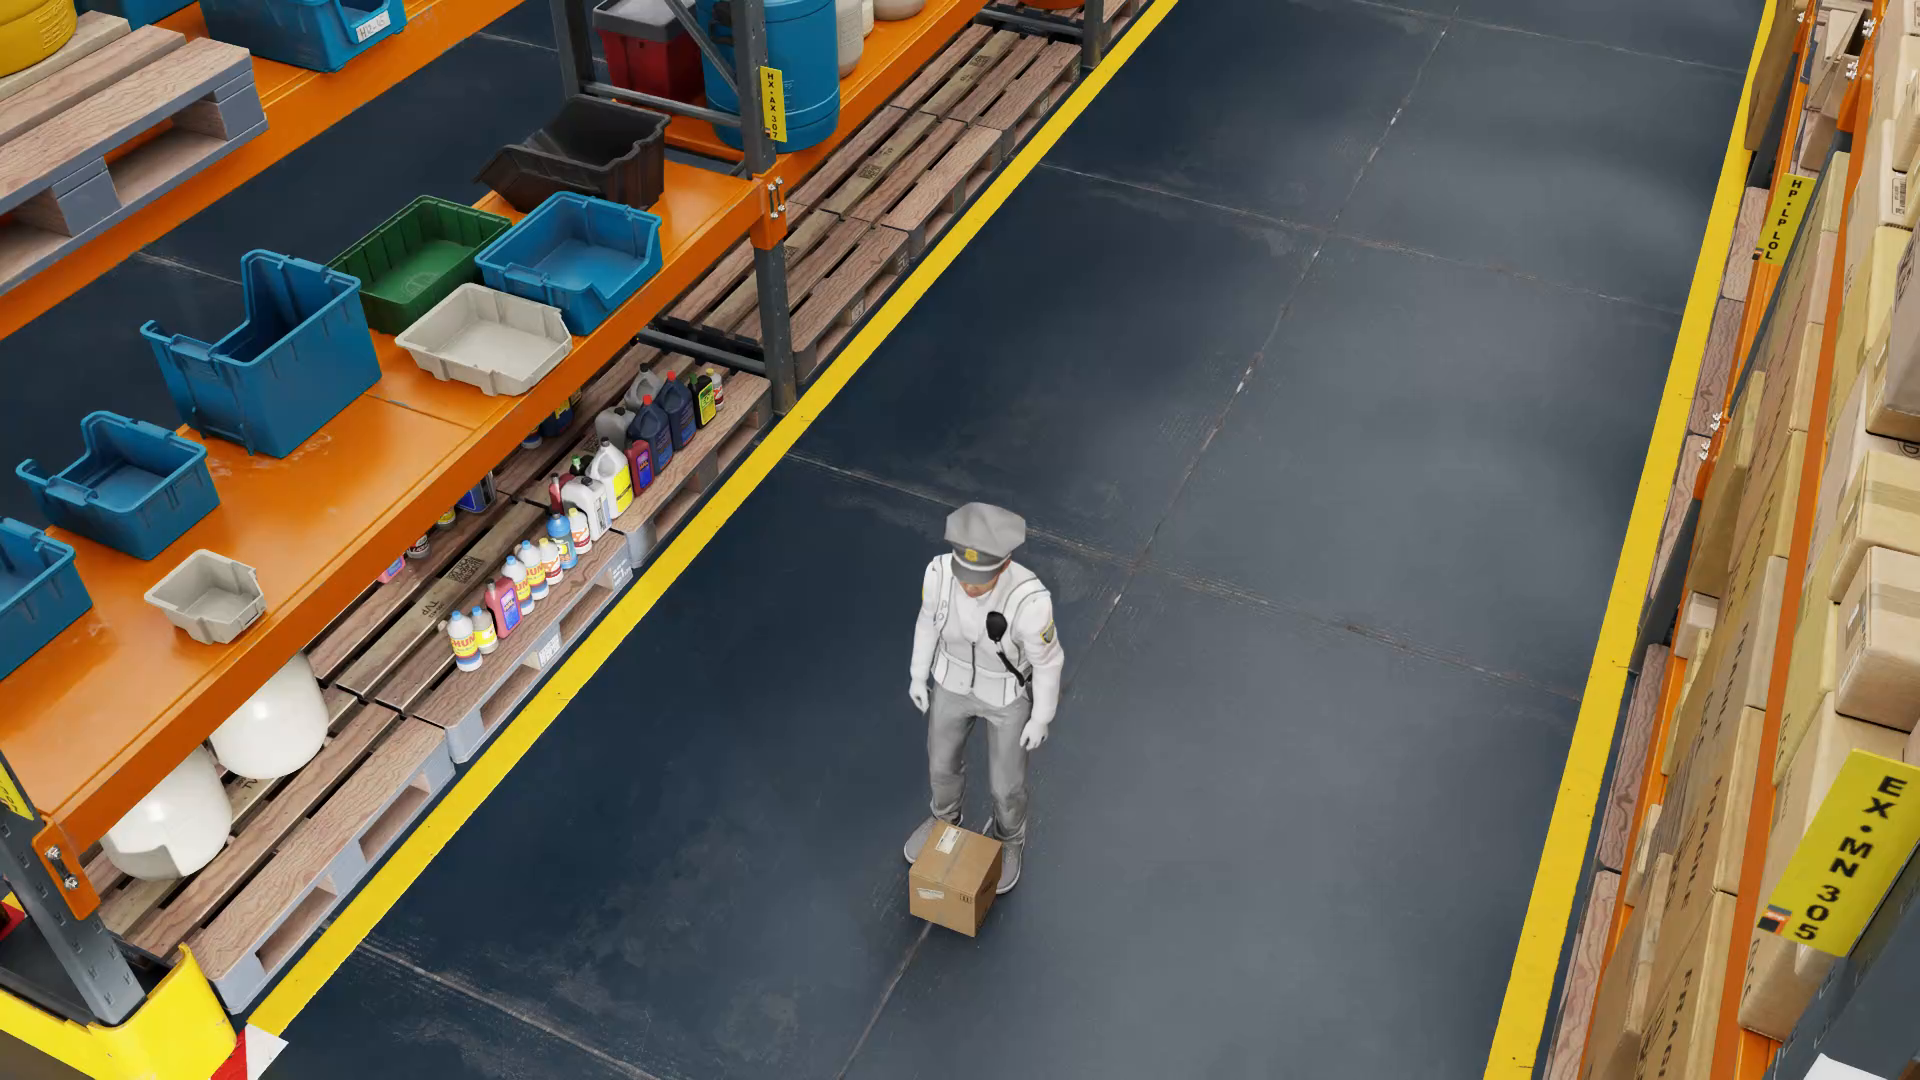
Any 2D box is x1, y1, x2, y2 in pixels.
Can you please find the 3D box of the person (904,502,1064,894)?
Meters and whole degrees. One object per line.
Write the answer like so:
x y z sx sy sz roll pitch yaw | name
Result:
0.075 0.524 5.583 0.525 1.660 0.374 17 45 18 | person
